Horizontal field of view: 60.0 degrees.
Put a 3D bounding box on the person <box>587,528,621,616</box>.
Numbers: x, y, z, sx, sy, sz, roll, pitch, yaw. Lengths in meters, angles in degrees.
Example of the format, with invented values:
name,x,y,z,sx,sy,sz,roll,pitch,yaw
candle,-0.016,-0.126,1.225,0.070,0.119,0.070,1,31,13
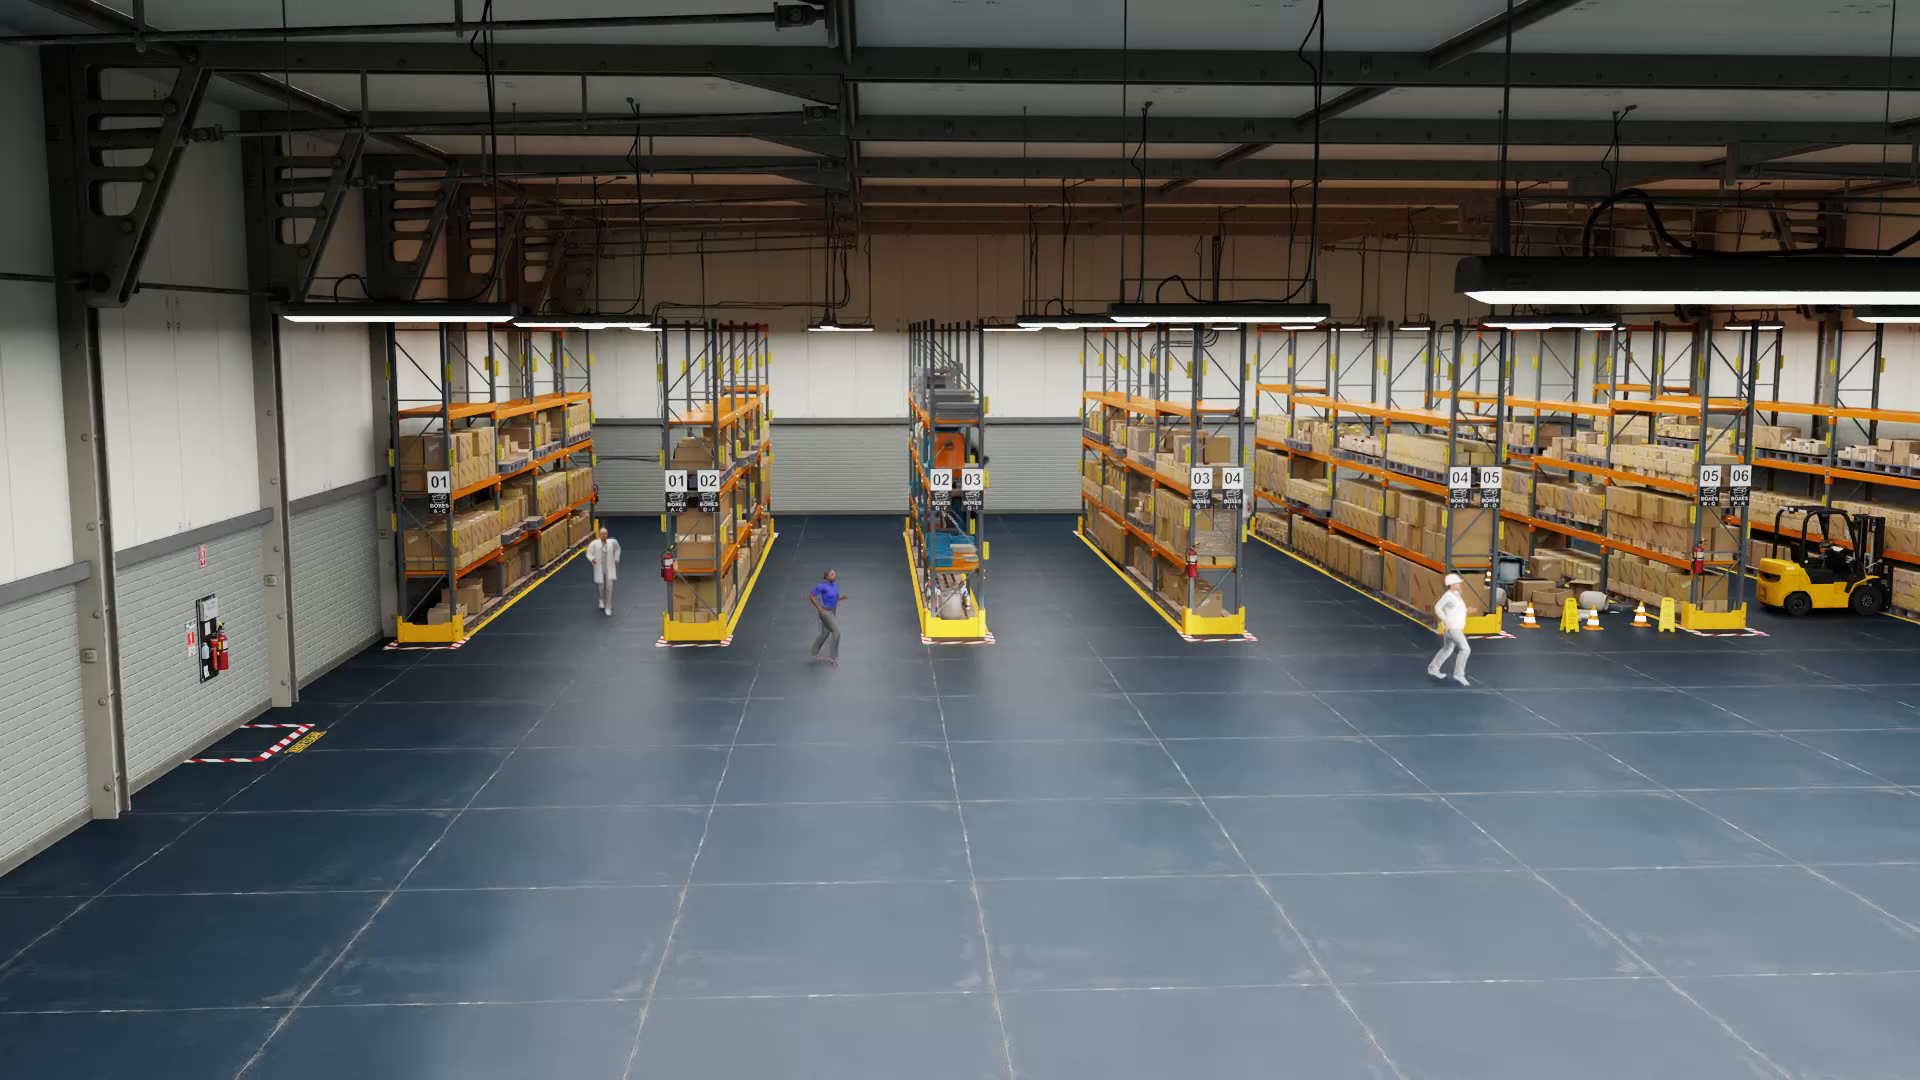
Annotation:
name,x,y,z,sx,sy,sz,roll,pitch,yaw
person,-7.315,0.618,34.198,0.690,1.771,1.042,-2,7,-13

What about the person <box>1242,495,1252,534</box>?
name,x,y,z,sx,sy,sz,roll,pitch,yaw
person,7.433,-0.597,44.240,0.676,1.748,0.576,0,7,3

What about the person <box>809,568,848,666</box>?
name,x,y,z,sx,sy,sz,roll,pitch,yaw
person,-2.293,1.345,29.024,0.742,1.725,0.546,3,8,22

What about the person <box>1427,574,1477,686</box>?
name,x,y,z,sx,sy,sz,roll,pitch,yaw
person,8.098,1.475,27.350,0.767,1.833,0.625,3,8,22
